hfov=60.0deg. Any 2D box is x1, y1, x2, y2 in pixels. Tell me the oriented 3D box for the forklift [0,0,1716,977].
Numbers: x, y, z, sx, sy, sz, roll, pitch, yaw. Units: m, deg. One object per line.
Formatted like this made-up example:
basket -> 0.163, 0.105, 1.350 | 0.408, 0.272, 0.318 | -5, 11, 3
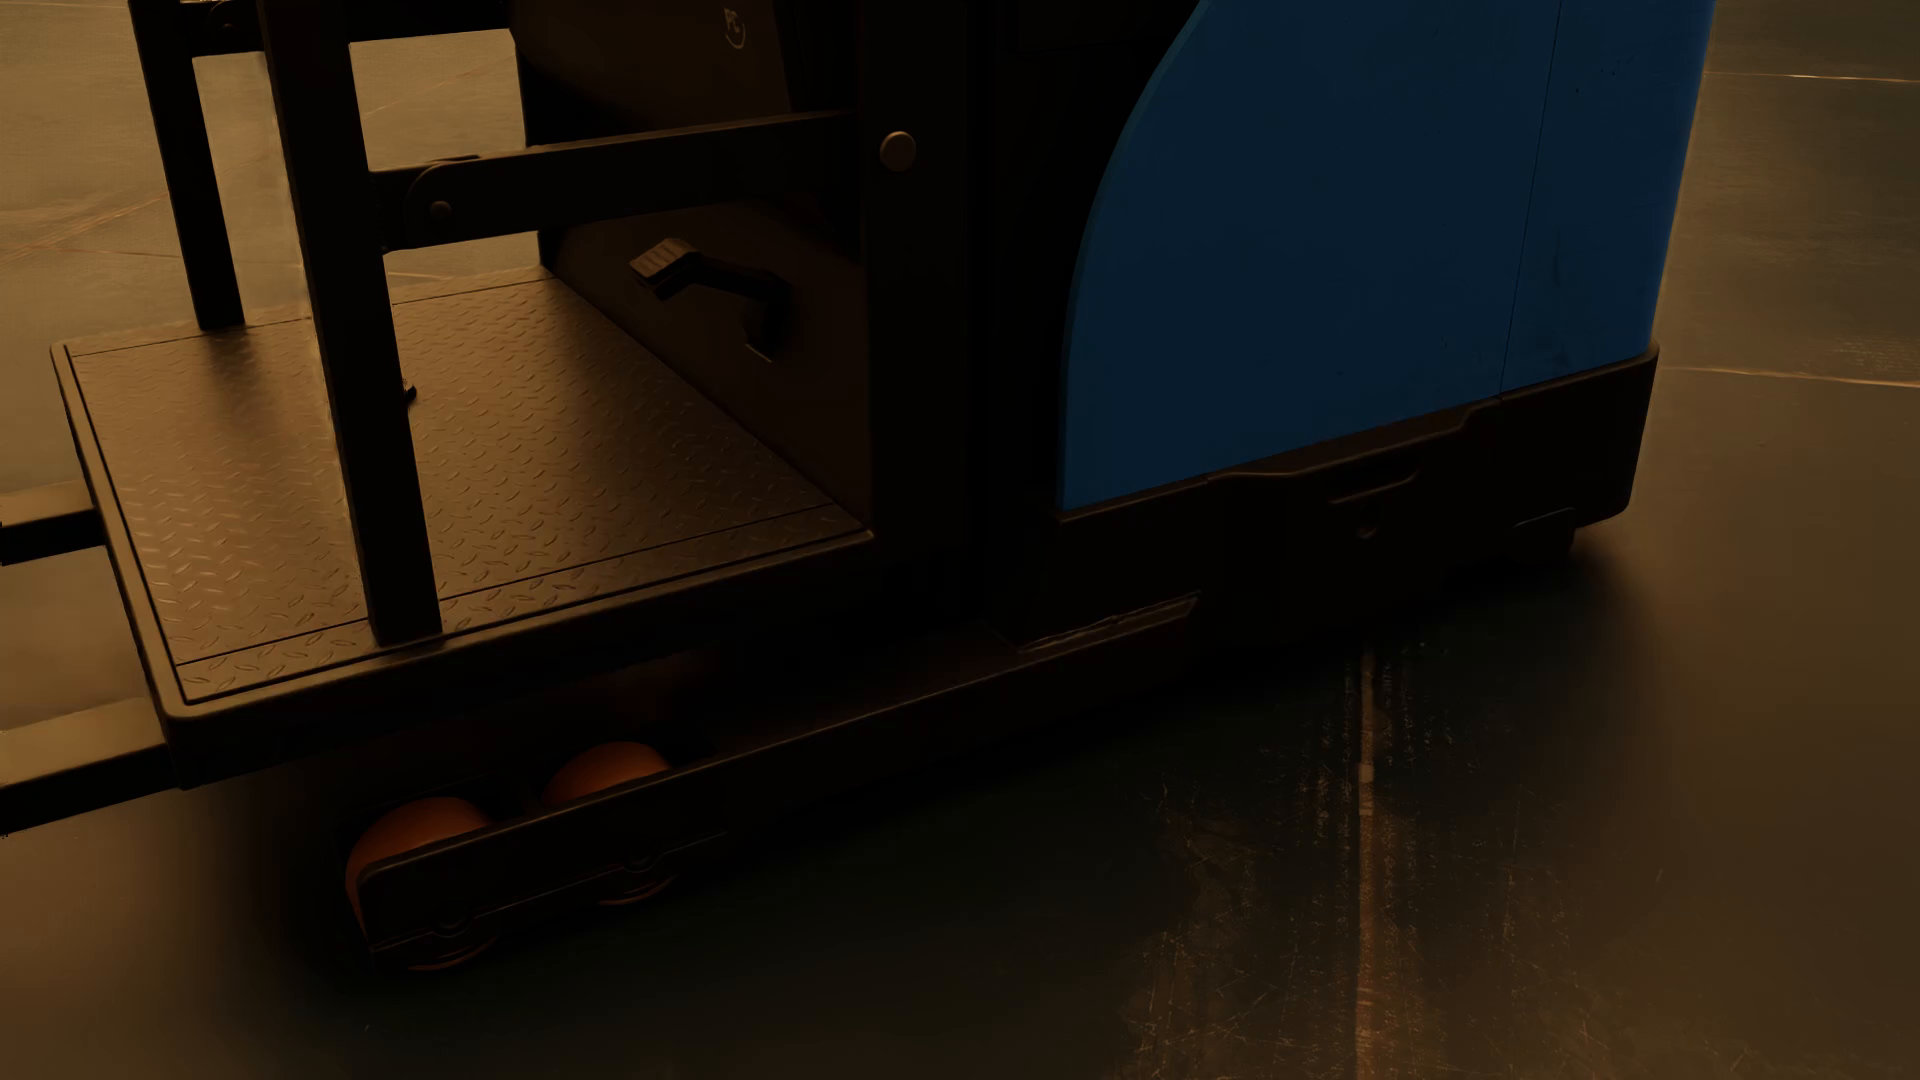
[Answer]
forklift -> -0.536, -1.154, 1.534 | 3.031, 2.935, 1.130 | -15, 30, -27
